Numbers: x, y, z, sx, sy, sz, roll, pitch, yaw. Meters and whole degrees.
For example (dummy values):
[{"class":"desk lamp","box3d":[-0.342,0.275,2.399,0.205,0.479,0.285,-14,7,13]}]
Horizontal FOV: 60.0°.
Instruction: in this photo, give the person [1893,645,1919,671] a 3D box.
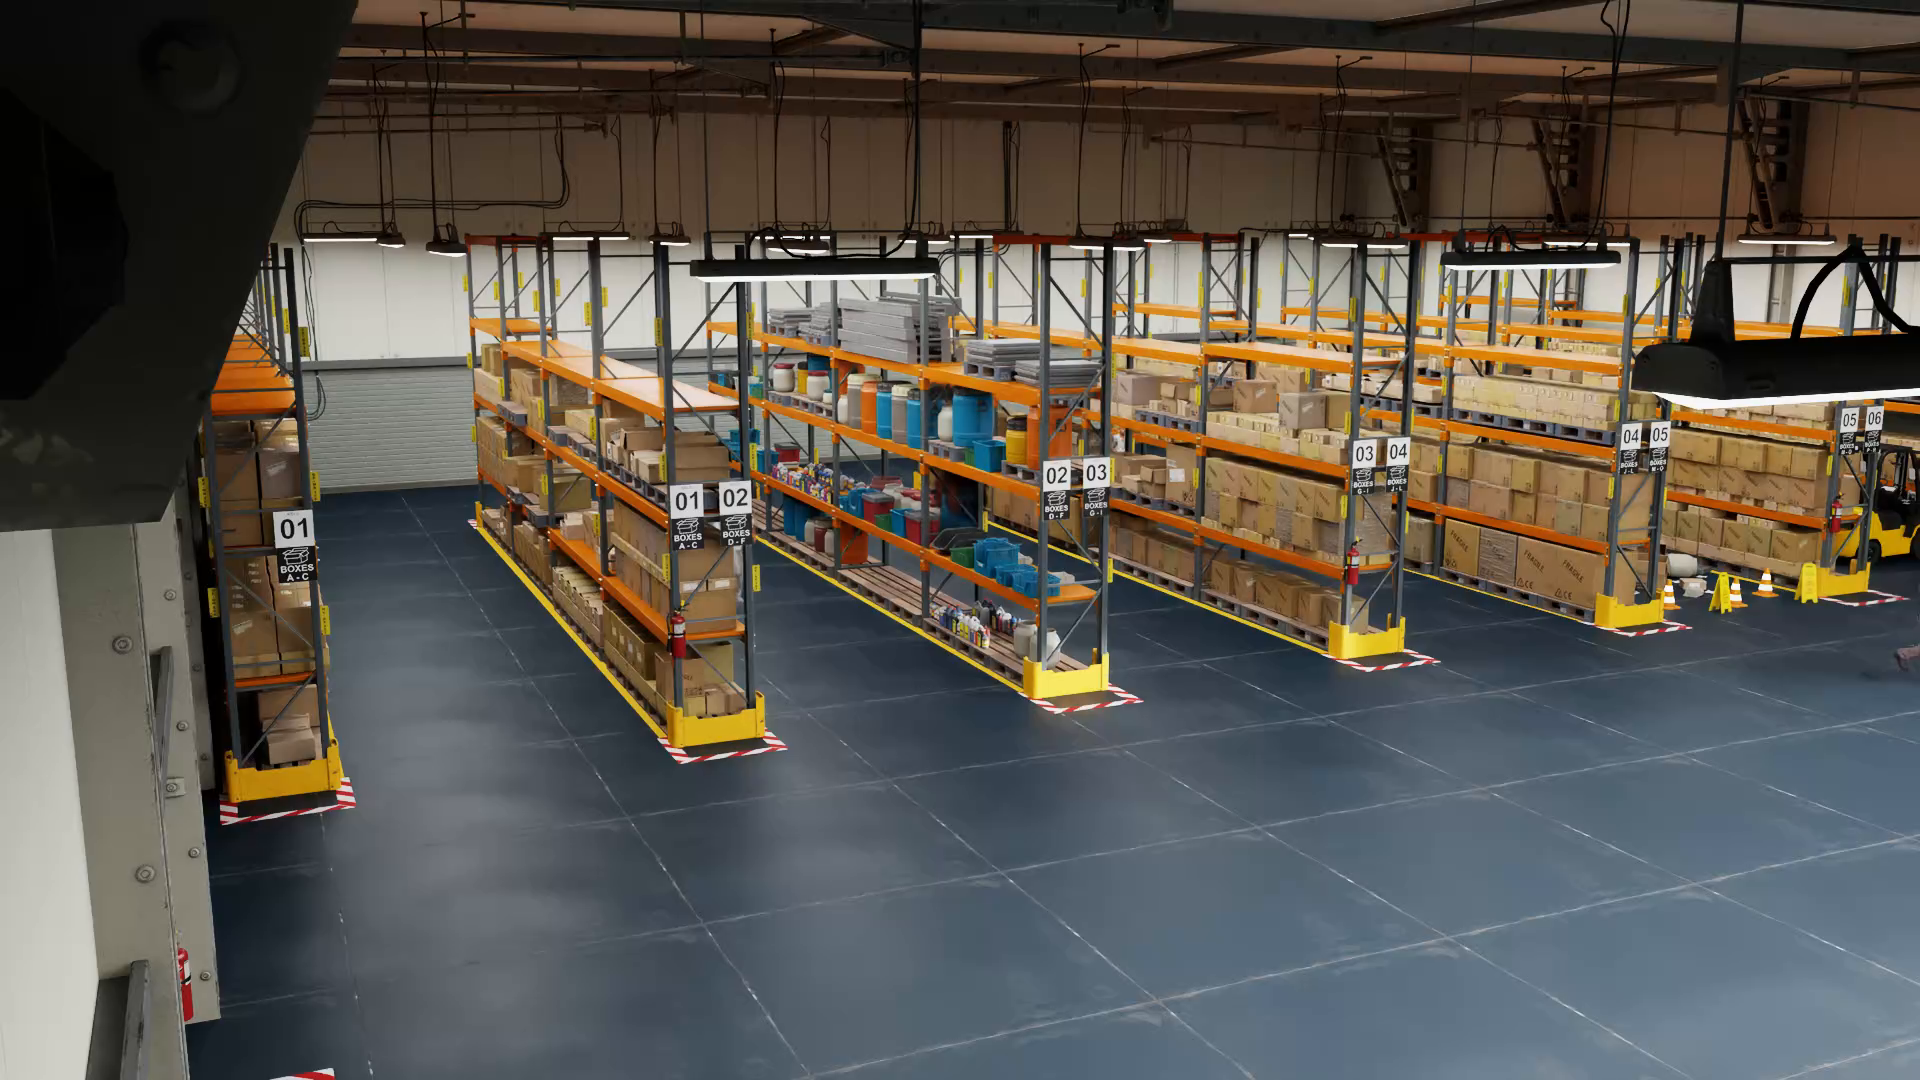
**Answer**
[{"class":"person","box3d":[13.421,1.168,22.888,0.943,1.679,0.672,4,12,21]}]

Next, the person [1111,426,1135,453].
[{"class":"person","box3d":[3.625,-1.762,37.491,0.672,1.813,0.983,-4,12,-19]}]

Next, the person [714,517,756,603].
[{"class":"person","box3d":[-3.542,0.121,26.448,0.691,1.740,0.572,-7,13,-30]}]
